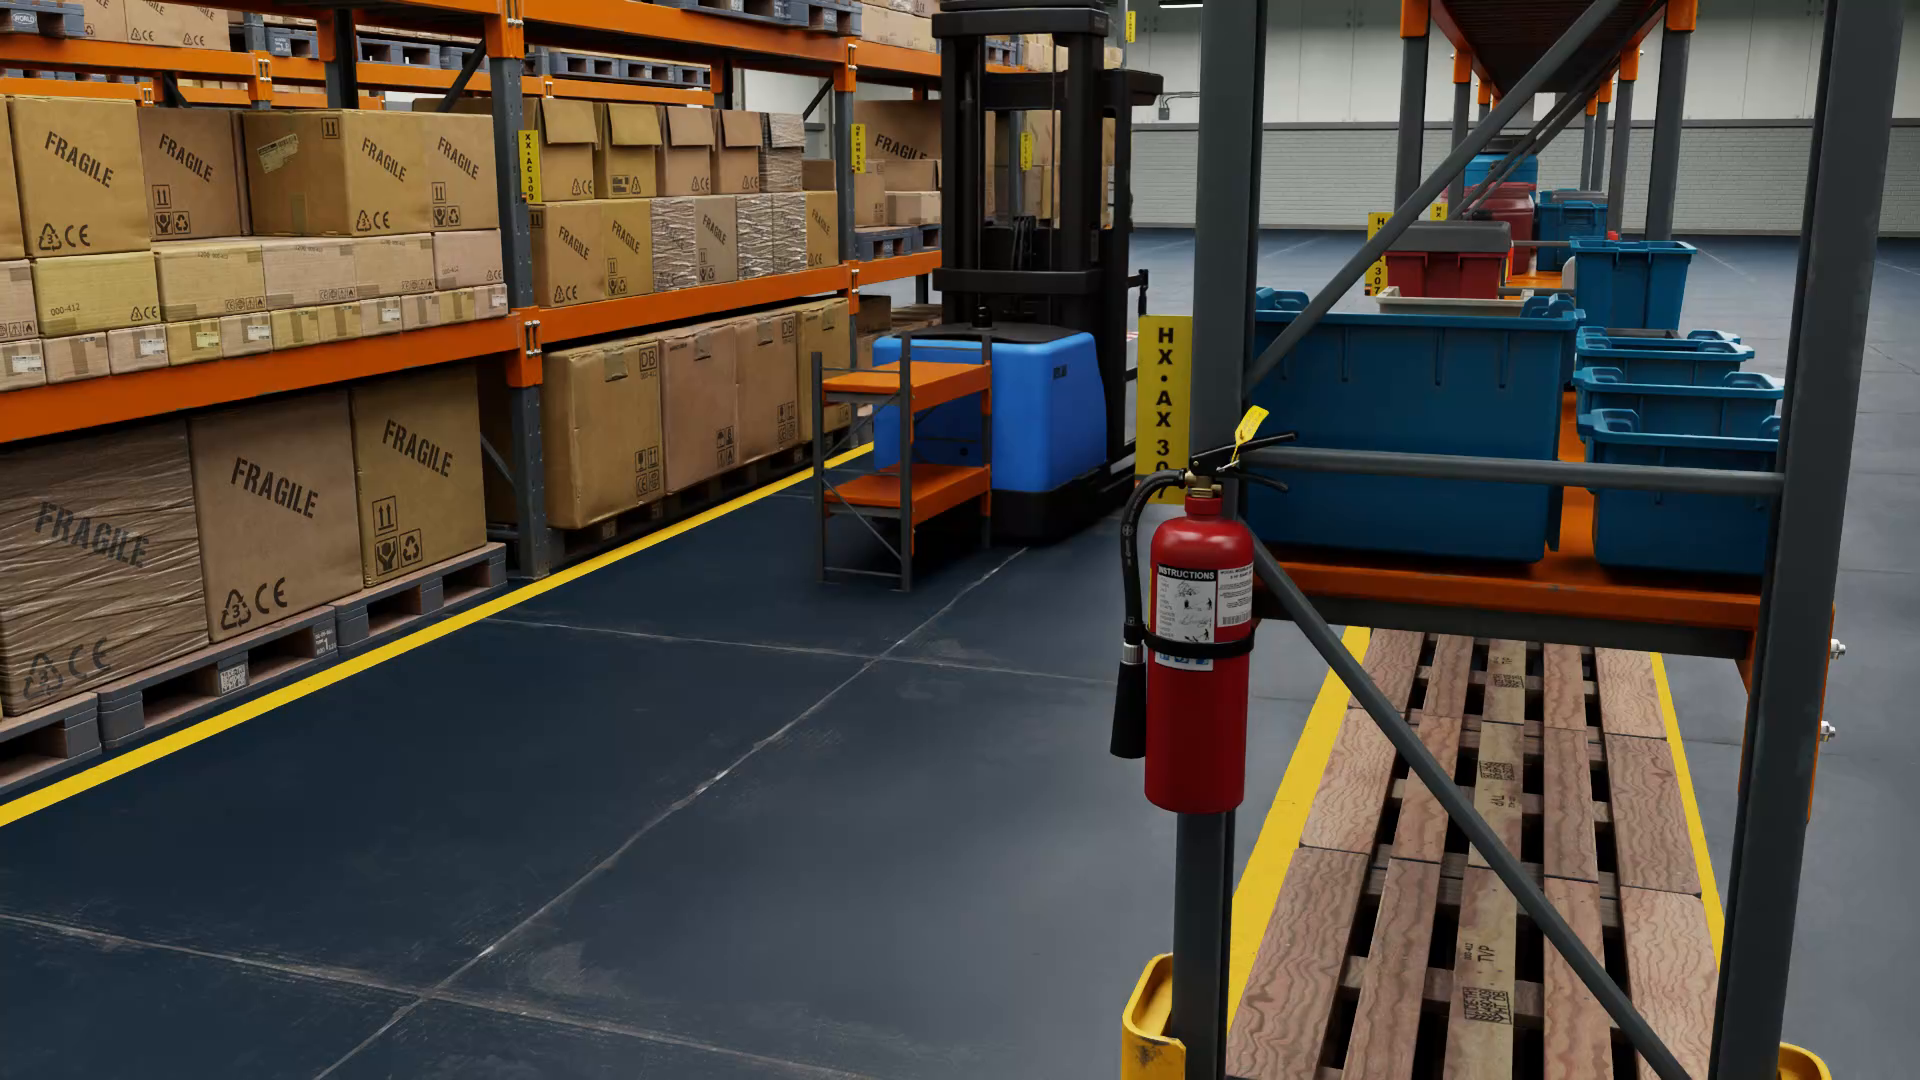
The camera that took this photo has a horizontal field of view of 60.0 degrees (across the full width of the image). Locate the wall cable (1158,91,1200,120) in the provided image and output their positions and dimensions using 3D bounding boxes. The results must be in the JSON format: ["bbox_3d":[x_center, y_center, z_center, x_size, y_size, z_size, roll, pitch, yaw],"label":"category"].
[{"bbox_3d":[7.104,-15.558,49.285,2.305,6.003,0.169,4,14,18],"label":"wall cable"}]

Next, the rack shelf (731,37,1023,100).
[{"bbox_3d":[-0.573,-3.680,13.246,1.077,0.370,4.000,4,14,18],"label":"rack shelf"}]

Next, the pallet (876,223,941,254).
[{"bbox_3d":[-0.618,-2.474,13.516,1.003,0.211,1.213,4,14,18],"label":"pallet"}]

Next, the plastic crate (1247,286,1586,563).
[{"bbox_3d":[0.810,-0.237,3.070,0.616,0.435,0.499,4,14,18],"label":"plastic crate"}]

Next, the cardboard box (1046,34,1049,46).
[{"bbox_3d":[0.639,-4.791,15.937,0.380,0.149,0.250,5,14,20],"label":"cardboard box"}]

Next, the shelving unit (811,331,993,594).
[{"bbox_3d":[-0.268,-0.421,8.306,0.538,1.125,1.048,5,14,22],"label":"shelving unit"}]

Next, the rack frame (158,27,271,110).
[{"bbox_3d":[-5.880,-2.526,13.313,1.000,3.000,0.127,4,14,18],"label":"rack frame"}]

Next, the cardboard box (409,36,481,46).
[{"bbox_3d":[-4.778,-4.735,15.420,0.500,0.250,0.500,4,14,18],"label":"cardboard box"}]

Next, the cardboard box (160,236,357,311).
[{"bbox_3d":[-2.739,-1.049,6.510,0.500,0.250,0.500,5,14,20],"label":"cardboard box"}]

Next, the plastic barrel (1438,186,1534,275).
[{"bbox_3d":[3.330,-1.977,10.601,0.600,0.536,0.708,4,14,18],"label":"plastic barrel"}]

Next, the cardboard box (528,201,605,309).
[{"bbox_3d":[-2.129,-1.433,8.300,0.500,0.500,0.500,4,14,19],"label":"cardboard box"}]

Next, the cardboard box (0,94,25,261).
[{"bbox_3d":[-3.236,-1.087,4.994,0.500,0.500,0.500,4,13,17],"label":"cardboard box"}]

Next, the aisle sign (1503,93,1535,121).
[{"bbox_3d":[5.801,-4.779,17.342,0.394,0.787,0.004,4,14,18],"label":"aisle sign"}]

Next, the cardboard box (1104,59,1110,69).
[{"bbox_3d":[1.294,-4.996,17.732,0.500,0.250,0.500,4,14,19],"label":"cardboard box"}]

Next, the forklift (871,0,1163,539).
[{"bbox_3d":[0.548,-1.721,9.943,1.130,2.935,3.031,5,14,22],"label":"forklift"}]

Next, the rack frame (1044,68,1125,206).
[{"bbox_3d":[1.369,-3.832,19.035,1.000,3.000,0.127,4,14,18],"label":"rack frame"}]

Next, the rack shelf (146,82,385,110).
[{"bbox_3d":[-8.656,-5.236,20.062,1.077,0.370,4.000,4,14,18],"label":"rack shelf"}]

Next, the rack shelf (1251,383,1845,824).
[{"bbox_3d":[1.525,-0.177,4.638,1.077,0.370,4.000,4,14,18],"label":"rack shelf"}]

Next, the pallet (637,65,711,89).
[{"bbox_3d":[-3.522,-5.472,19.681,1.003,0.211,1.213,4,14,18],"label":"pallet"}]

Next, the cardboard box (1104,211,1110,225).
[{"bbox_3d":[1.472,-3.634,18.735,0.380,0.149,0.250,4,14,18],"label":"cardboard box"}]

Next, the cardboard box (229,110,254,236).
[{"bbox_3d":[-3.078,-1.557,7.052,0.500,0.500,0.500,4,14,18],"label":"cardboard box"}]

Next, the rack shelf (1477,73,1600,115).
[{"bbox_3d":[5.408,-4.166,15.374,1.077,0.370,4.000,4,14,18],"label":"rack shelf"}]

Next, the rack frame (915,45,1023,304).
[{"bbox_3d":[0.074,-2.990,15.345,1.000,3.000,0.127,4,14,18],"label":"rack frame"}]

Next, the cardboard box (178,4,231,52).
[{"bbox_3d":[-5.825,-3.898,12.361,0.500,0.500,0.500,4,14,18],"label":"cardboard box"}]

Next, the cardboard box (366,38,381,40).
[{"bbox_3d":[-5.392,-4.640,14.967,0.396,0.266,0.258,4,14,18],"label":"cardboard box"}]

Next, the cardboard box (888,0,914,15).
[{"bbox_3d":[-0.657,-4.089,12.074,0.500,0.500,0.500,4,14,19],"label":"cardboard box"}]

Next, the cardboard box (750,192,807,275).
[{"bbox_3d":[-1.312,-1.970,10.653,0.500,0.500,0.500,4,14,18],"label":"cardboard box"}]

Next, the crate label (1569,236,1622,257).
[{"bbox_3d":[3.958,-1.771,10.382,0.303,0.233,0.416,4,14,18],"label":"crate label"}]

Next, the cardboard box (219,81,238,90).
[{"bbox_3d":[-8.641,-5.308,19.324,0.380,0.149,0.250,4,13,17],"label":"cardboard box"}]

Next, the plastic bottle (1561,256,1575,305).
[{"bbox_3d":[2.838,-1.164,7.626,0.152,0.276,0.135,4,14,18],"label":"plastic bottle"}]

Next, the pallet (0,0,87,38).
[{"bbox_3d":[-6.541,-3.395,10.804,1.213,0.211,1.003,4,14,18],"label":"pallet"}]

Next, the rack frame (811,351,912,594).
[{"bbox_3d":[-0.463,-0.317,7.849,0.500,1.125,0.032,5,14,22],"label":"rack frame"}]

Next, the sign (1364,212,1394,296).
[{"bbox_3d":[1.653,-1.124,6.547,0.100,0.325,0.005,4,14,18],"label":"sign"}]

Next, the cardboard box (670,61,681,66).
[{"bbox_3d":[-3.408,-5.495,18.976,0.380,0.149,0.250,4,13,18],"label":"cardboard box"}]

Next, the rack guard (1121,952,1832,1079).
[{"bbox_3d":[0.883,1.118,2.965,1.175,0.500,0.348,4,14,18],"label":"rack guard"}]

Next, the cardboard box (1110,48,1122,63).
[{"bbox_3d":[1.574,-5.334,18.319,0.380,0.149,0.250,4,14,18],"label":"cardboard box"}]

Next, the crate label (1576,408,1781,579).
[{"bbox_3d":[1.270,-0.082,2.849,0.416,0.233,0.303,4,14,18],"label":"crate label"}]

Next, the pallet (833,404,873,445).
[{"bbox_3d":[-0.966,-0.952,12.686,1.003,0.211,1.213,4,14,18],"label":"pallet"}]

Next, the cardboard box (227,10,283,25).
[{"bbox_3d":[-5.621,-4.178,13.207,0.380,0.149,0.250,4,13,16],"label":"cardboard box"}]

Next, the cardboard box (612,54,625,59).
[{"bbox_3d":[-3.819,-5.228,17.807,0.380,0.149,0.250,4,13,17],"label":"cardboard box"}]

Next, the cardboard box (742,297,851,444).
[{"bbox_3d":[-1.463,-1.172,11.215,1.225,0.875,0.875,4,13,16],"label":"cardboard box"}]

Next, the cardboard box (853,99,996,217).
[{"bbox_3d":[-0.315,-3.330,14.543,1.000,1.000,1.000,4,14,19],"label":"cardboard box"}]

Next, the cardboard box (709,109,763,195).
[{"bbox_3d":[-1.685,-2.395,10.263,0.797,0.503,0.637,5,14,20],"label":"cardboard box"}]

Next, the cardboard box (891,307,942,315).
[{"bbox_3d":[-0.317,-1.759,14.581,0.700,0.500,0.500,4,14,18],"label":"cardboard box"}]

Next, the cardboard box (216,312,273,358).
[{"bbox_3d":[-2.802,-0.771,6.189,0.380,0.149,0.250,5,14,19],"label":"cardboard box"}]

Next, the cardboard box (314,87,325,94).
[{"bbox_3d":[-8.172,-5.633,20.751,0.380,0.149,0.250,4,14,19],"label":"cardboard box"}]

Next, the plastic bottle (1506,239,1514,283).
[{"bbox_3d":[3.165,-1.651,9.761,0.152,0.276,0.135,4,14,18],"label":"plastic bottle"}]

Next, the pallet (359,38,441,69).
[{"bbox_3d":[-5.363,-4.271,14.643,1.003,0.211,1.213,5,14,21],"label":"pallet"}]

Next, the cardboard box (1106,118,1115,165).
[{"bbox_3d":[1.424,-4.379,18.294,0.500,0.500,0.500,4,14,18],"label":"cardboard box"}]

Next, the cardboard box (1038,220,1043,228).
[{"bbox_3d":[0.576,-2.997,15.942,0.380,0.149,0.250,4,14,18],"label":"cardboard box"}]

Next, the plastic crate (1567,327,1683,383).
[{"bbox_3d":[2.064,-0.589,5.310,0.437,0.125,0.590,4,14,18],"label":"plastic crate"}]

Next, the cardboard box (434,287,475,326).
[{"bbox_3d":[-2.386,-1.041,7.371,0.380,0.149,0.250,5,14,19],"label":"cardboard box"}]

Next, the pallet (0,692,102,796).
[{"bbox_3d":[-3.624,0.723,5.348,1.003,0.211,1.213,4,14,18],"label":"pallet"}]
